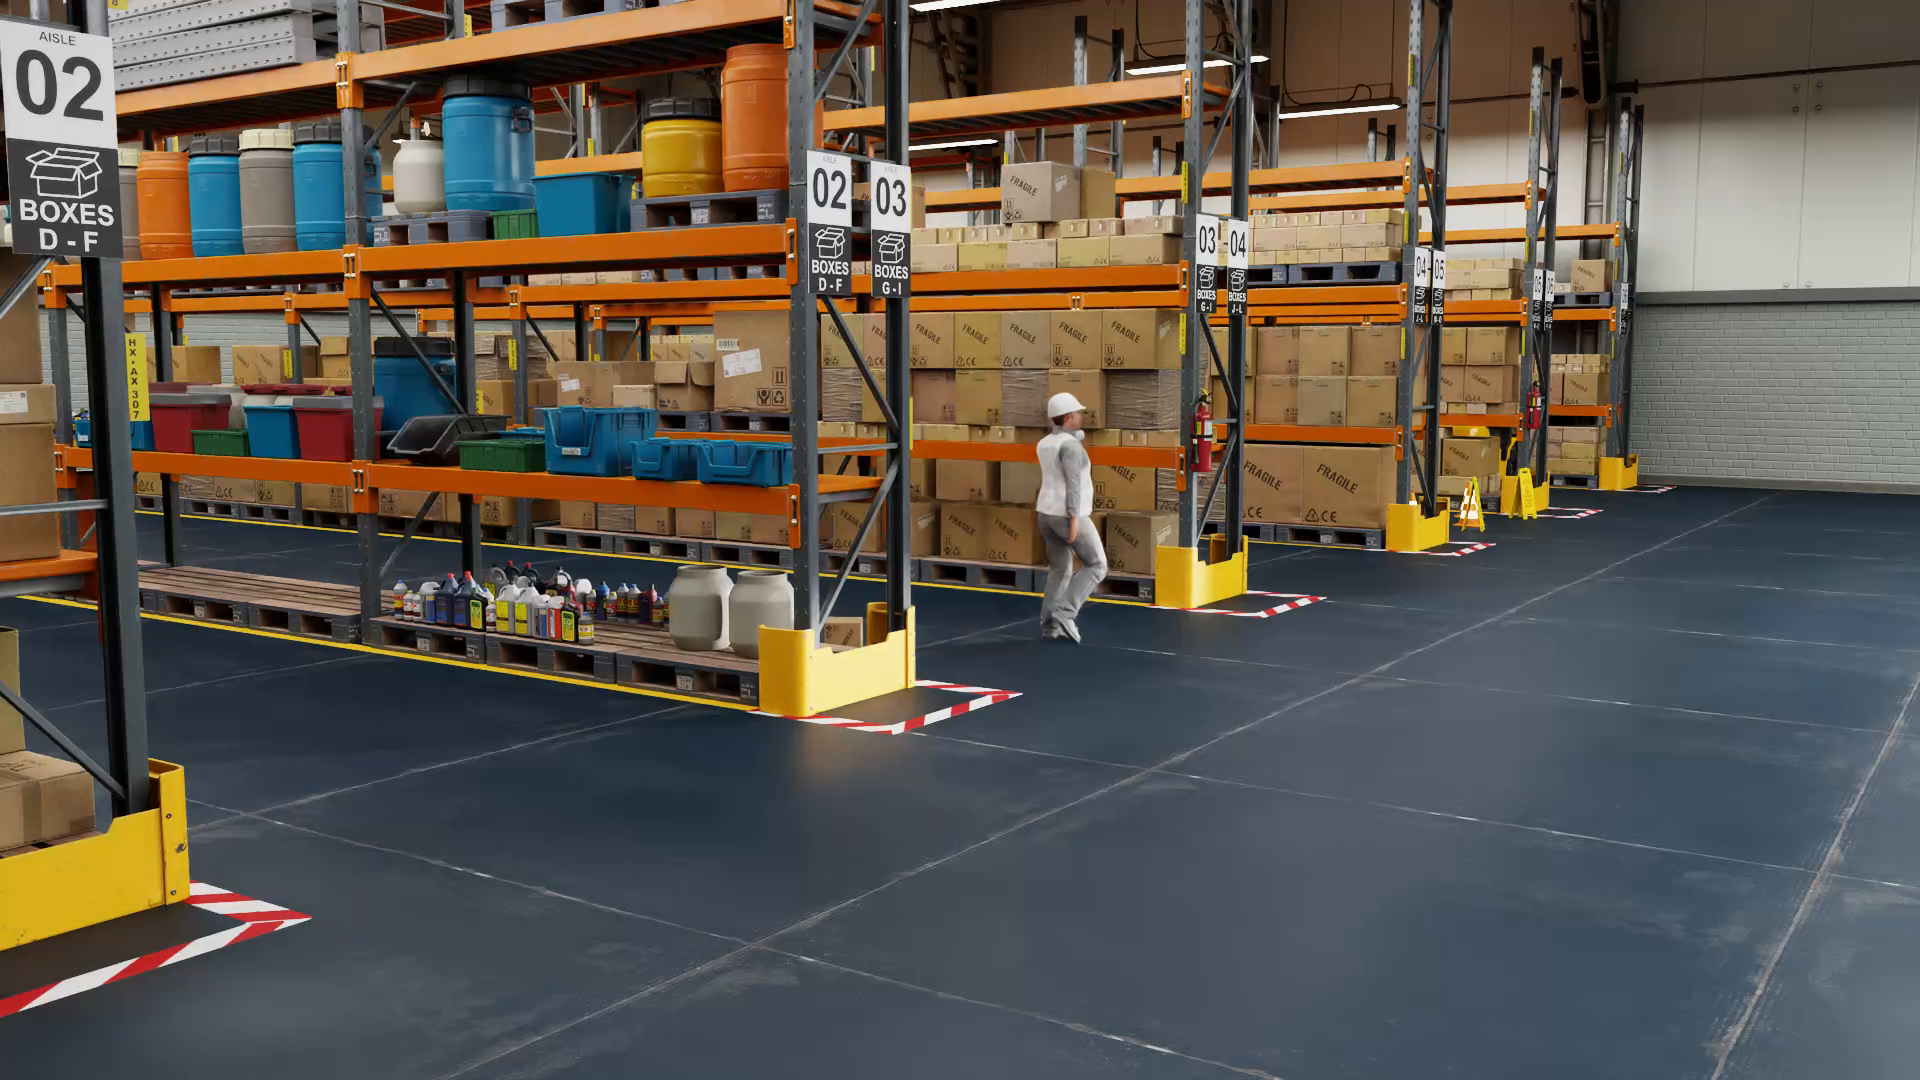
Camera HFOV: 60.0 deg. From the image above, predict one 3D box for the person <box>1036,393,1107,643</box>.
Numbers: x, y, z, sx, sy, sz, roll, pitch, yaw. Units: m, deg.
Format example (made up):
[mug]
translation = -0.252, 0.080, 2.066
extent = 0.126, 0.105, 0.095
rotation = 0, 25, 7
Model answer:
[person]
translation = 0.791, -0.162, 11.981
extent = 0.438, 1.790, 0.546
rotation = -3, 7, -27
